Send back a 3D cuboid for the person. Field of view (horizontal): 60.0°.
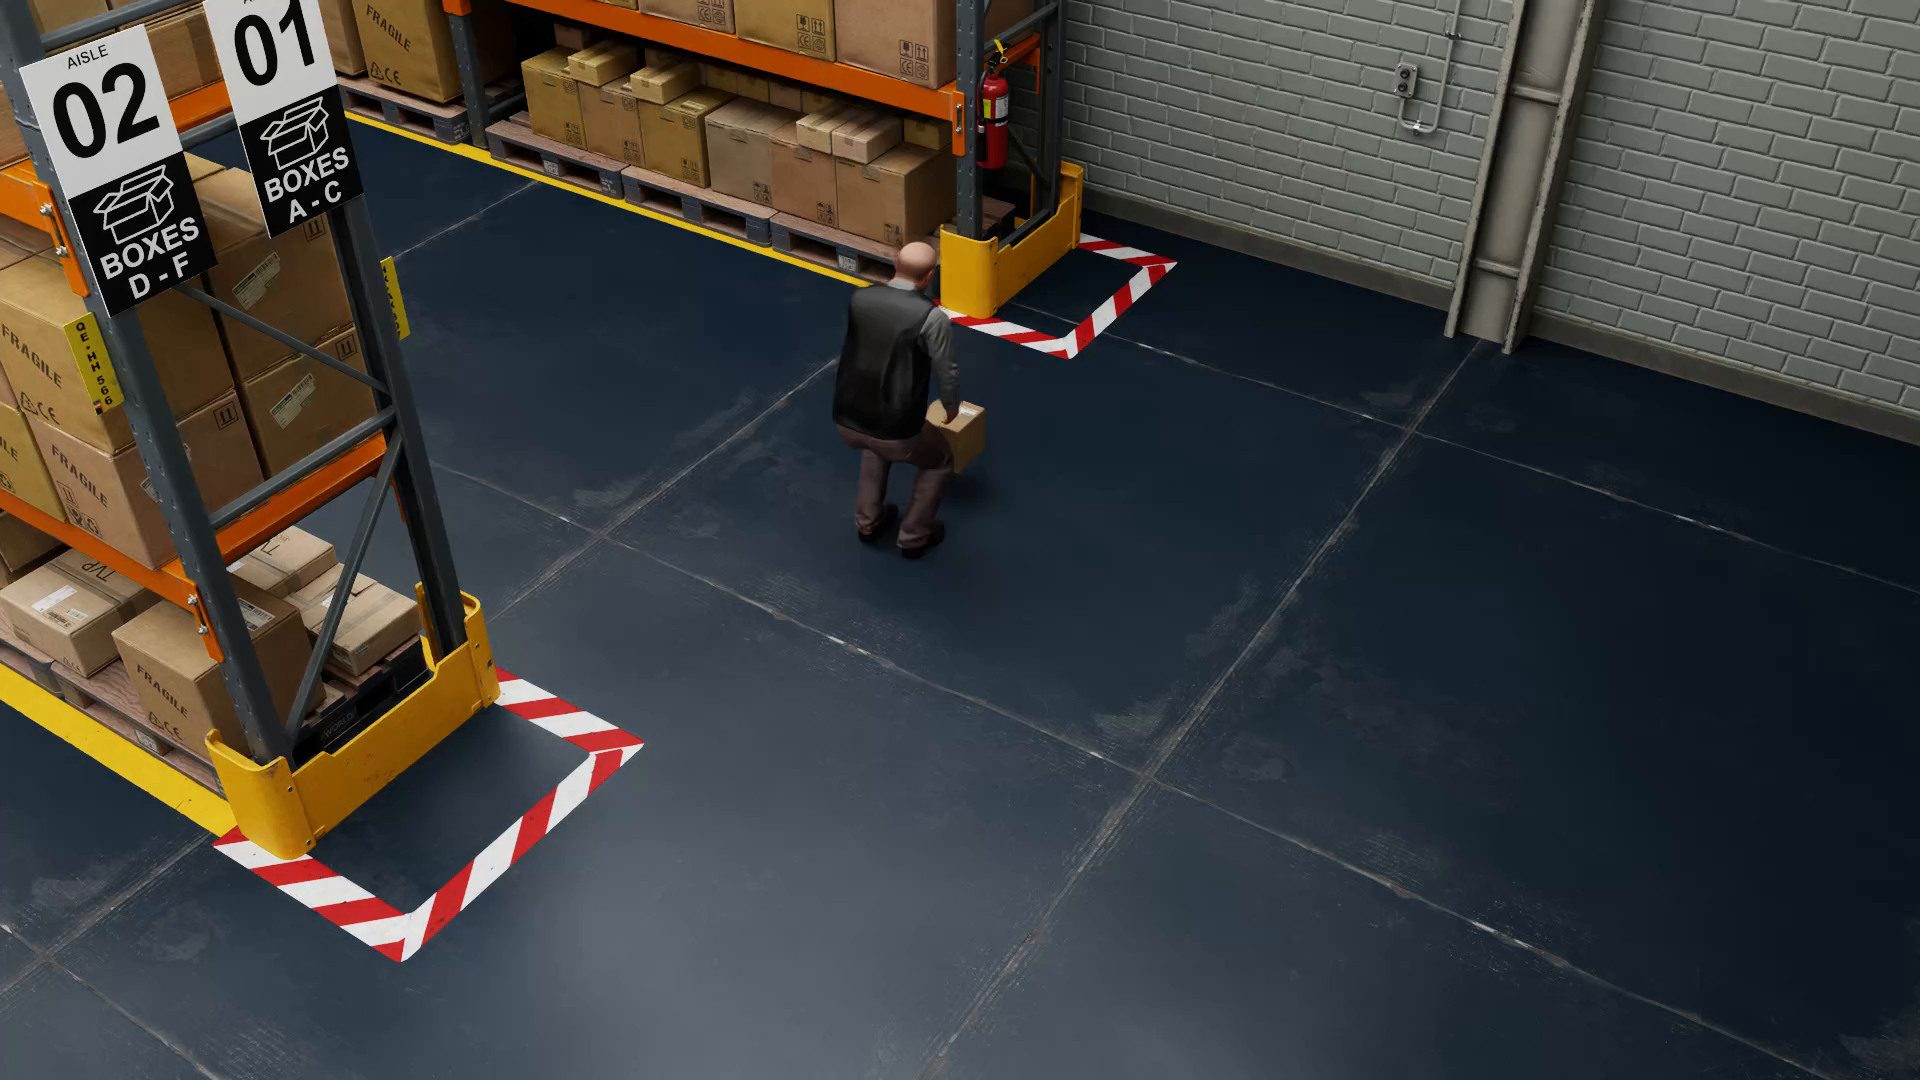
[{"bbox_3d":[-0.311,-0.576,7.747,0.590,1.342,0.669,22,43,25],"label":"person"}]
